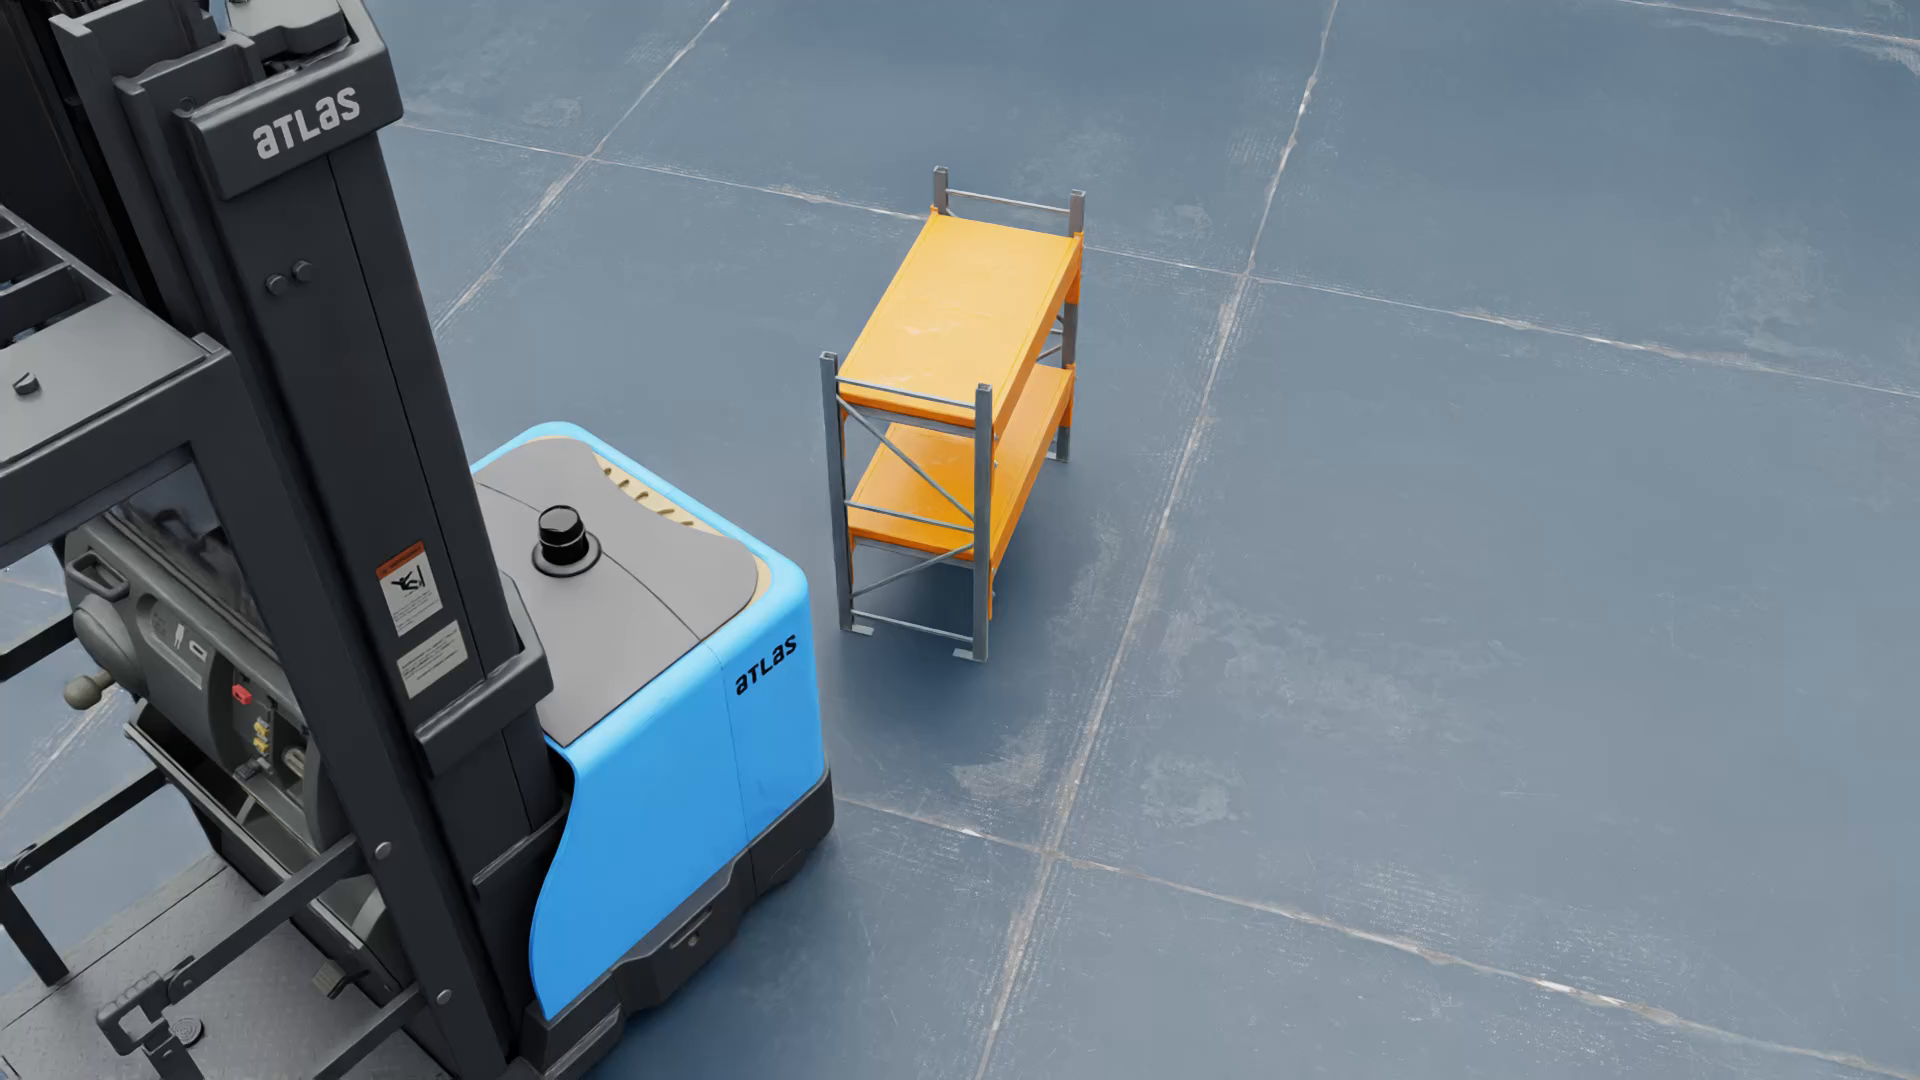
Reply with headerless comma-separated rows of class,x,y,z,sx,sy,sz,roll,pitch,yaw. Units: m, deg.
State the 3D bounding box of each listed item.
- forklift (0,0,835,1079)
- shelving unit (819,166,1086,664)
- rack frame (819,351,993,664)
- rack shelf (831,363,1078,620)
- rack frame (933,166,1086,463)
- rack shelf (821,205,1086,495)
forklift,-1.697,0.373,3.273,1.130,2.935,3.031,30,52,27
shelving unit,0.002,-0.407,5.361,0.538,1.125,1.048,13,46,13
rack frame,-0.152,-0.068,5.015,0.500,1.125,0.032,13,46,13
rack shelf,0.002,-0.232,5.532,0.538,0.278,1.000,13,46,13
rack frame,0.156,-0.745,5.707,0.500,1.125,0.032,13,46,13
rack shelf,0.002,-0.616,5.156,0.538,0.278,1.000,13,46,13
